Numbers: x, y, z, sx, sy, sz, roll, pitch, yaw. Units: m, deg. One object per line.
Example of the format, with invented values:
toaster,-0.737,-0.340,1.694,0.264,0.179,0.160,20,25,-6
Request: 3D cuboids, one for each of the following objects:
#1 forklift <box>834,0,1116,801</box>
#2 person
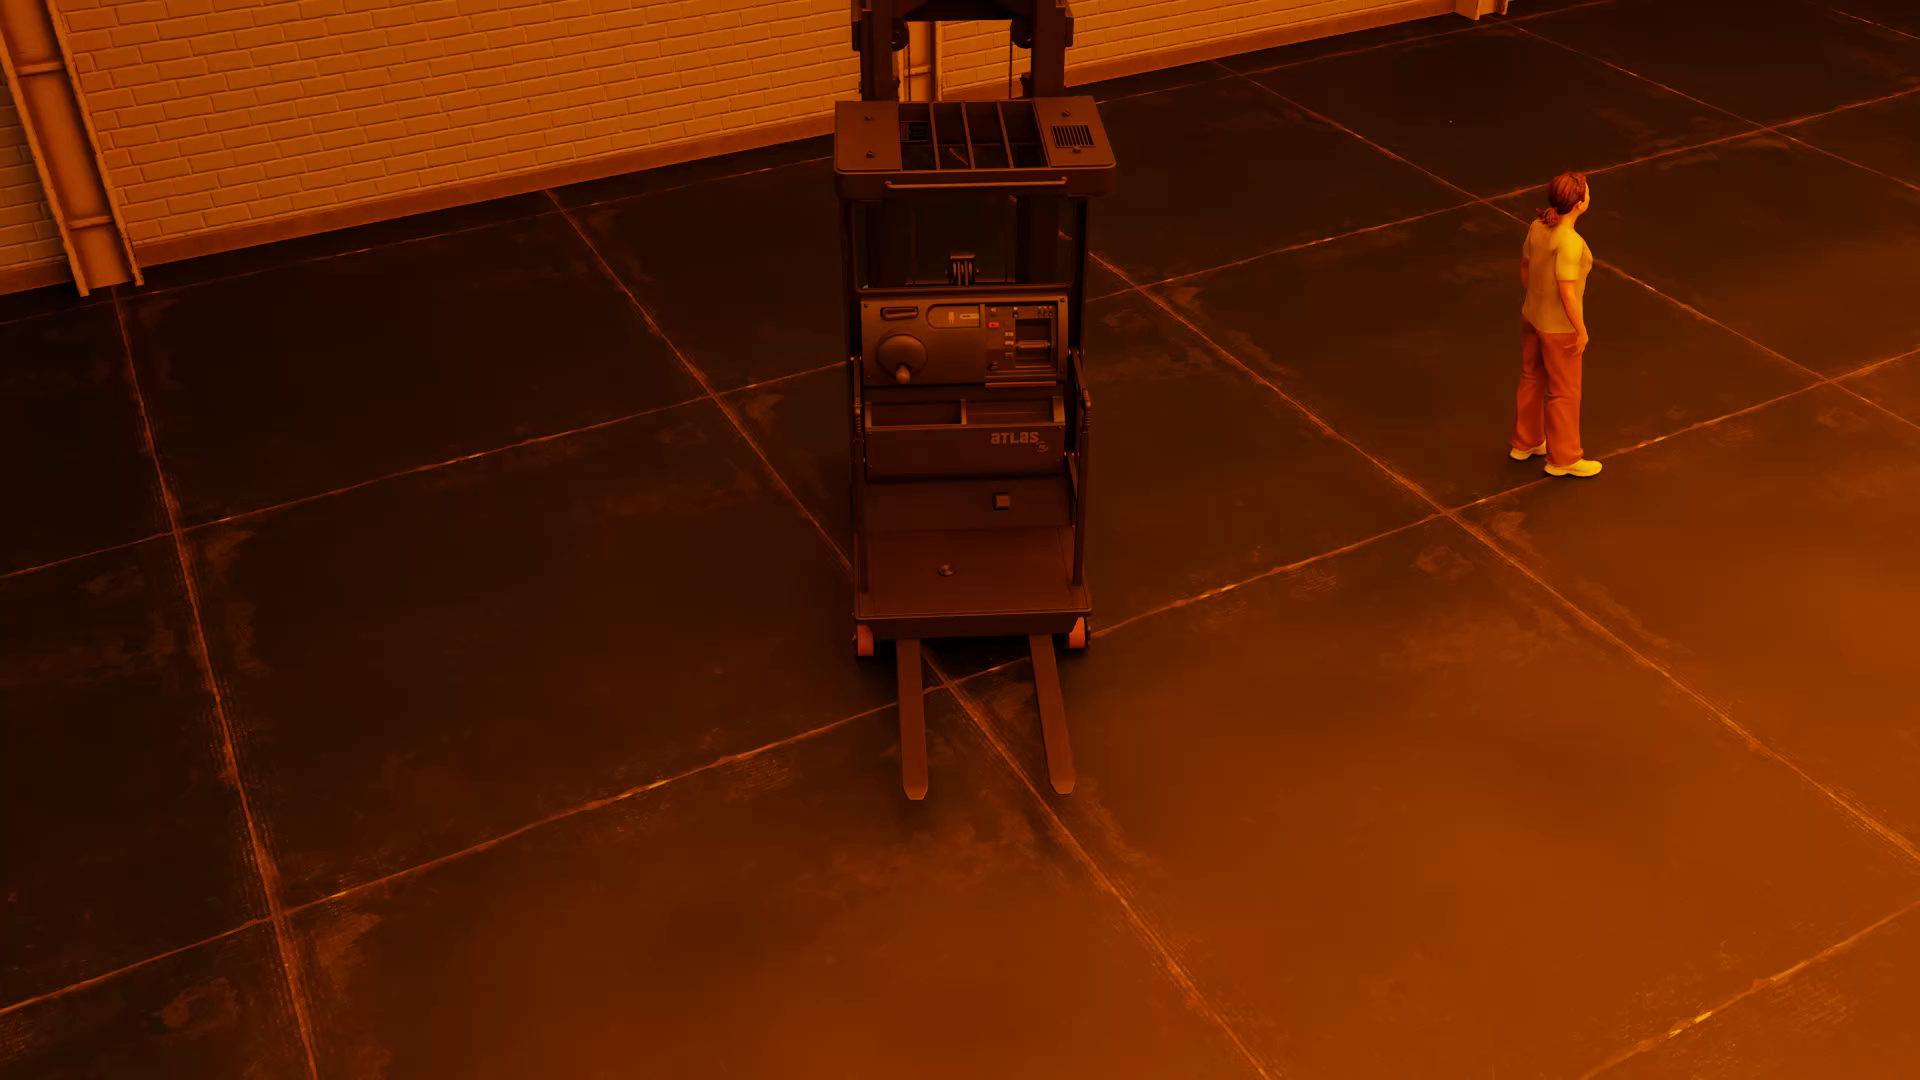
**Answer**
forklift,0.036,-0.839,7.309,1.130,2.935,3.031,-2,35,-3
person,3.214,-1.159,8.838,0.548,1.673,0.554,-7,36,-10
